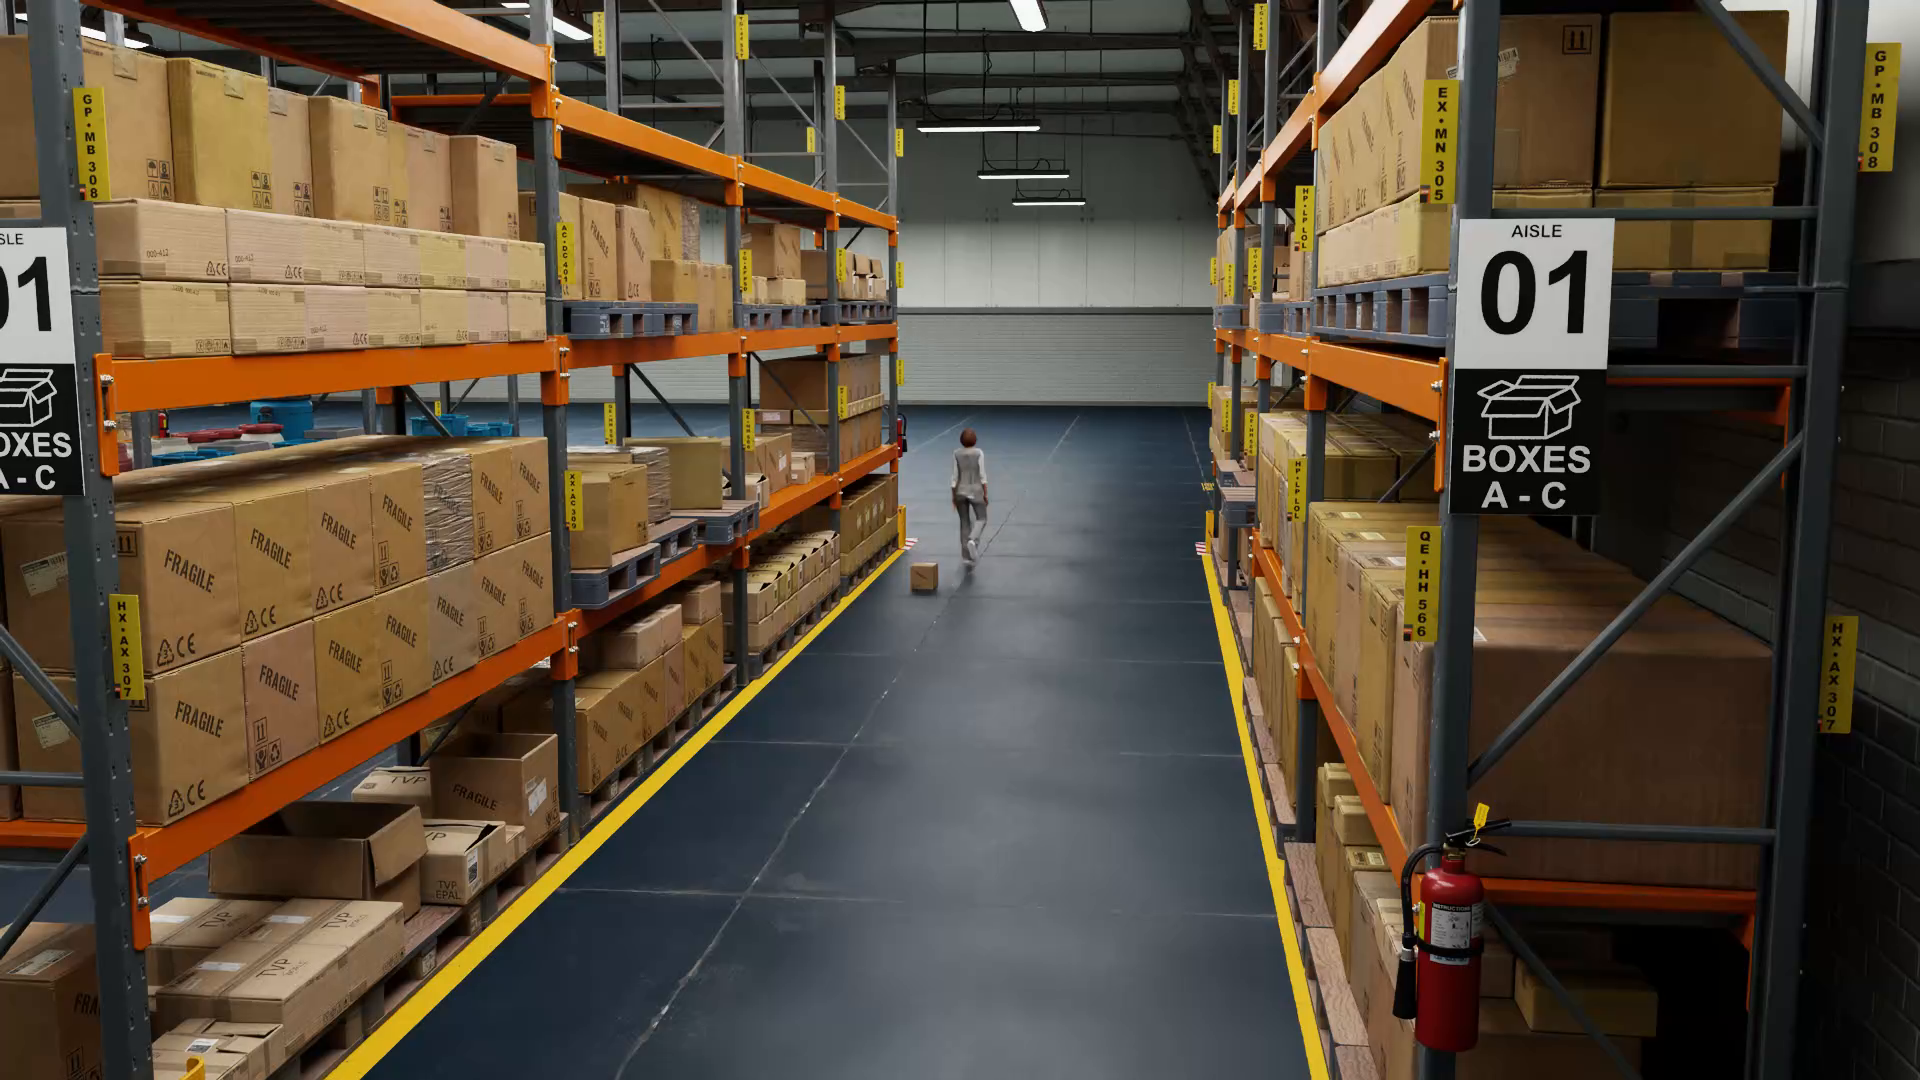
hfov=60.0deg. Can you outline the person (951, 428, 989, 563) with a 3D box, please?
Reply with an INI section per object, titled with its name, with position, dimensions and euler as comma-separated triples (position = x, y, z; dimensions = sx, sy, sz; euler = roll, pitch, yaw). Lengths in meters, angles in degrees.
[person]
position = 0.113, -0.511, 19.367
dimensions = 0.448, 1.594, 0.465
euler = 2, 8, 11
